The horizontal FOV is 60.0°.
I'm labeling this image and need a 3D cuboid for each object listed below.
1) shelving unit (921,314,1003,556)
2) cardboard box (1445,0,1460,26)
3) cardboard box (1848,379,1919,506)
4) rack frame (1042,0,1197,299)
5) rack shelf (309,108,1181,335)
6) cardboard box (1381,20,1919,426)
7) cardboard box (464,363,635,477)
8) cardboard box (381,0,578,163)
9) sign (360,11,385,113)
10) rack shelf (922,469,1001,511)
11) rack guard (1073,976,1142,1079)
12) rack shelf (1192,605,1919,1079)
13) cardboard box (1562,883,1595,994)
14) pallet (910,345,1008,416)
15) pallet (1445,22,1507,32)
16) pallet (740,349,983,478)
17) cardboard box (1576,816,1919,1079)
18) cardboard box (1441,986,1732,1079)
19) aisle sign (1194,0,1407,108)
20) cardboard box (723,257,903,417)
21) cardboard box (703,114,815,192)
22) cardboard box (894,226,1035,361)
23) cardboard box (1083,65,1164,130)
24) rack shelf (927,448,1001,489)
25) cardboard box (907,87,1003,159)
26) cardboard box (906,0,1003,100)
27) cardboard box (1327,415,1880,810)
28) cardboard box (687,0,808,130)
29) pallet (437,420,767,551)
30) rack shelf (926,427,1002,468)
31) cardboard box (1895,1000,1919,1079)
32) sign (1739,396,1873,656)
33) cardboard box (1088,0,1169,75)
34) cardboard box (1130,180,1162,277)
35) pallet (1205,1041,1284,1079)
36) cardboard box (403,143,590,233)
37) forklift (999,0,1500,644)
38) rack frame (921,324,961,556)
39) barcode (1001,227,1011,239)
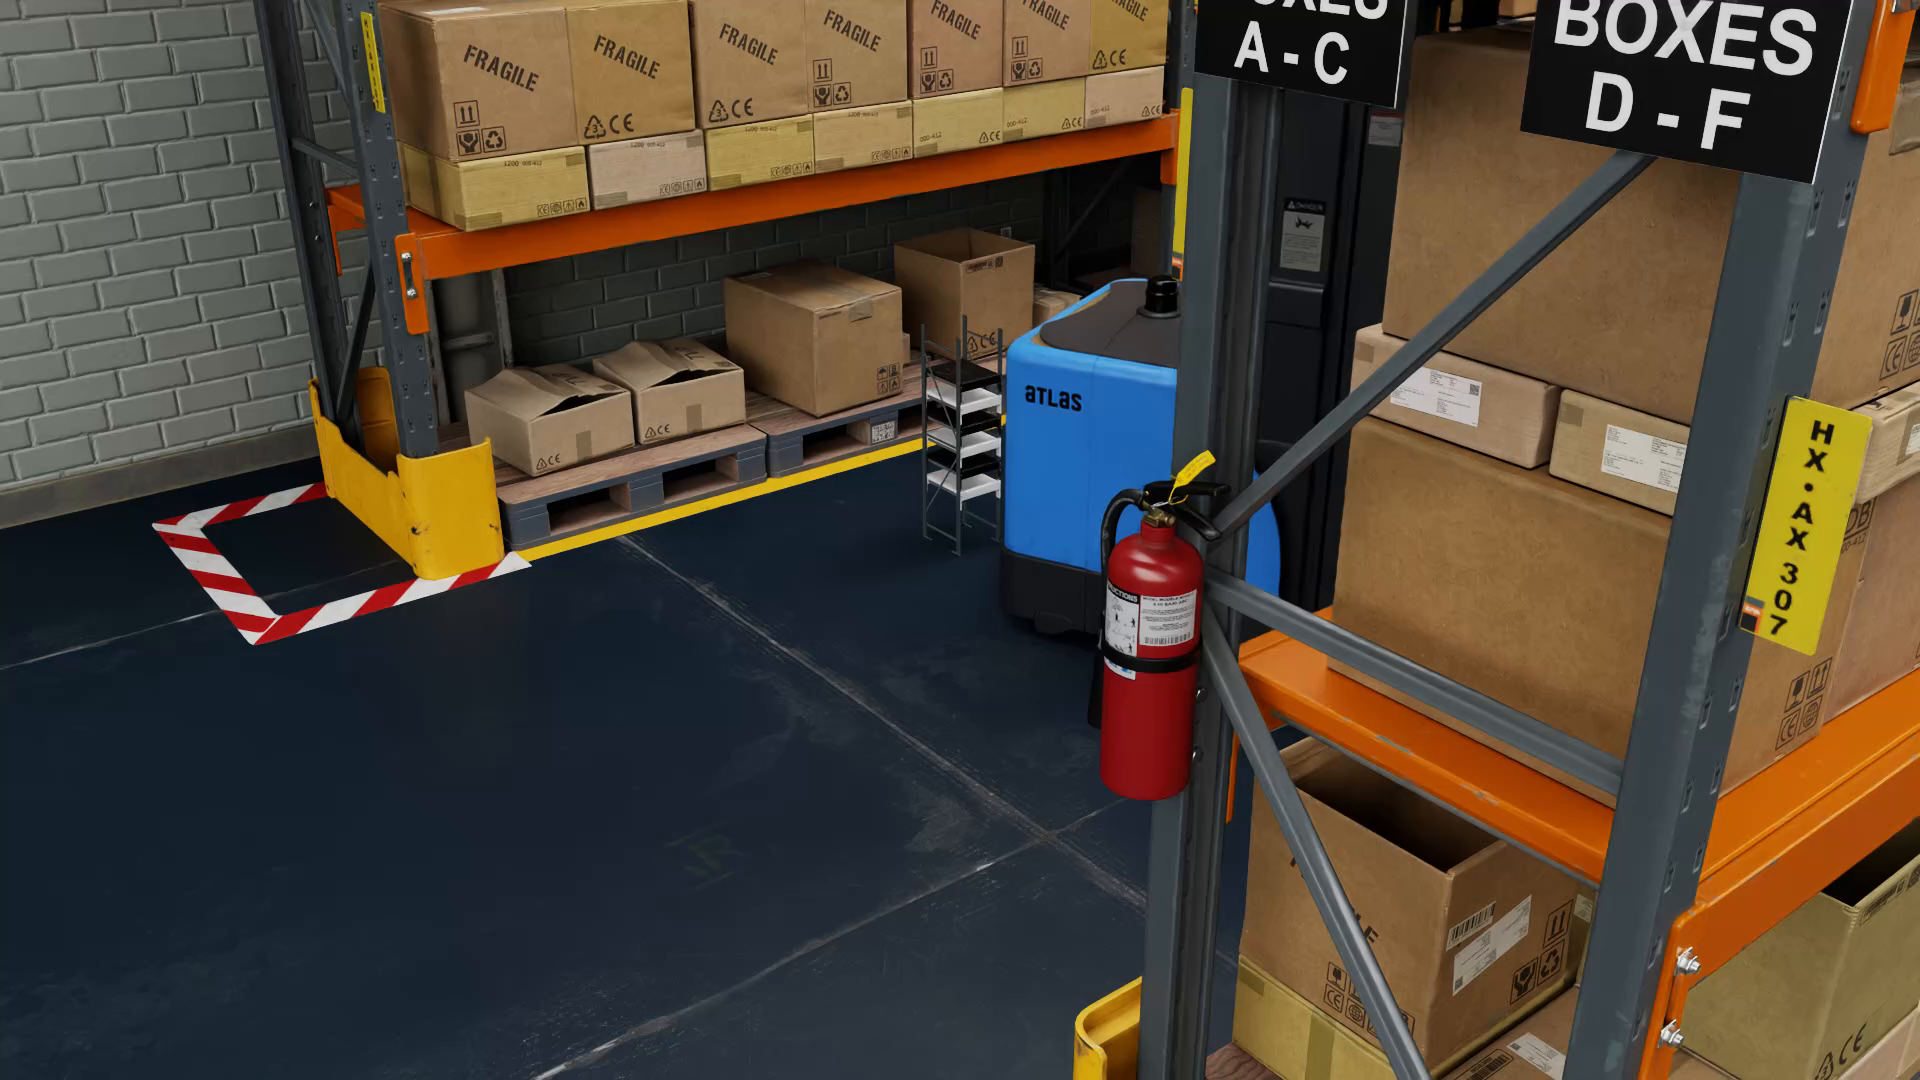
[{"bbox_3d":[0.006,-0.410,6.565,0.210,0.900,0.258,-18,31,-34],"label":"shelving unit"},{"bbox_3d":[2.630,-3.279,9.610,0.500,0.500,0.700,-18,31,-34],"label":"cardboard box"},{"bbox_3d":[1.373,-0.212,2.754,0.250,0.149,0.380,-19,31,-35],"label":"cardboard box"},{"bbox_3d":[0.813,-2.451,8.468,0.127,3.000,1.000,-18,31,-34],"label":"rack frame"},{"bbox_3d":[-0.761,-1.605,7.500,4.000,0.370,1.077,-18,31,-34],"label":"rack shelf"},{"bbox_3d":[1.142,-0.537,2.683,0.500,0.500,0.700,-18,30,-34],"label":"cardboard box"},{"bbox_3d":[-1.735,-0.542,7.026,0.500,0.311,0.500,-23,33,-40],"label":"cardboard box"},{"bbox_3d":[-1.774,-1.718,6.152,0.500,0.500,0.500,-18,31,-34],"label":"cardboard box"},{"bbox_3d":[-2.000,-1.625,5.660,0.005,0.325,0.100,-18,31,-34],"label":"sign"},{"bbox_3d":[0.006,-0.217,6.655,0.200,0.077,0.258,-18,31,-34],"label":"rack shelf"},{"bbox_3d":[0.706,1.368,3.208,0.348,0.500,1.175,-18,31,-34],"label":"rack guard"},{"bbox_3d":[2.299,0.035,3.966,4.000,0.370,1.077,-18,31,-34],"label":"rack shelf"},{"bbox_3d":[1.351,0.914,3.986,0.500,0.250,0.500,-18,31,-34],"label":"cardboard box"},{"bbox_3d":[0.306,-1.000,8.654,1.213,0.211,1.003,-18,31,-34],"label":"pallet"},{"bbox_3d":[2.428,-2.875,9.610,1.213,0.211,1.003,-18,31,-34],"label":"pallet"},{"bbox_3d":[-0.654,-0.681,7.968,1.213,0.211,1.003,-18,31,-34],"label":"pallet"},{"bbox_3d":[1.677,0.748,3.451,0.500,0.500,0.500,-18,31,-34],"label":"cardboard box"},{"bbox_3d":[1.284,1.219,3.327,0.500,0.250,0.500,-18,31,-34],"label":"cardboard box"},{"bbox_3d":[0.492,-1.031,2.321,0.004,0.787,0.394,-18,31,-34],"label":"aisle sign"},{"bbox_3d":[-0.678,-0.950,7.680,0.500,0.500,0.700,-21,32,-37],"label":"cardboard box"},{"bbox_3d":[-0.950,-1.645,6.885,0.500,0.250,0.500,-19,31,-35],"label":"cardboard box"},{"bbox_3d":[0.021,-1.234,8.292,0.500,0.500,0.500,-21,32,-38],"label":"cardboard box"},{"bbox_3d":[0.627,-2.169,8.014,0.500,0.250,0.500,-18,30,-34],"label":"cardboard box"},{"bbox_3d":[0.006,-0.298,6.617,0.200,0.077,0.258,-18,31,-34],"label":"rack shelf"},{"bbox_3d":[-0.156,-1.906,7.449,0.500,0.250,0.500,-18,31,-34],"label":"cardboard box"},{"bbox_3d":[-0.160,-2.248,7.295,0.500,0.500,0.500,-19,31,-35],"label":"cardboard box"},{"bbox_3d":[1.100,0.066,2.927,0.500,0.500,0.700,-18,31,-34],"label":"cardboard box"},{"bbox_3d":[-0.968,-1.975,6.706,0.500,0.500,0.500,-19,31,-36],"label":"cardboard box"},{"bbox_3d":[-1.614,-0.366,7.288,1.213,0.211,1.003,-18,31,-34],"label":"pallet"},{"bbox_3d":[0.006,-0.380,6.579,0.200,0.077,0.258,-18,31,-34],"label":"rack shelf"},{"bbox_3d":[2.069,0.958,3.889,0.500,0.250,0.500,-18,31,-34],"label":"cardboard box"},{"bbox_3d":[1.063,-0.015,2.097,0.005,0.325,0.100,-18,31,-34],"label":"sign"},{"bbox_3d":[0.632,-2.507,7.852,0.500,0.500,0.500,-18,31,-34],"label":"cardboard box"},{"bbox_3d":[1.382,-1.714,9.326,0.500,0.500,0.700,-17,30,-32],"label":"cardboard box"},{"bbox_3d":[1.301,1.280,3.741,1.213,0.211,1.003,-18,31,-34],"label":"pallet"},{"bbox_3d":[-1.755,-1.375,6.303,0.500,0.250,0.500,-19,31,-35],"label":"cardboard box"},{"bbox_3d":[1.687,-0.904,5.216,3.031,2.935,1.130,13,28,26],"label":"forklift"},{"bbox_3d":[-0.074,-0.384,6.508,0.006,0.900,0.240,-18,31,-34],"label":"rack frame"},{"bbox_3d":[0.240,-1.601,8.704,0.075,0.075,0.001,-18,31,-34],"label":"barcode"}]
